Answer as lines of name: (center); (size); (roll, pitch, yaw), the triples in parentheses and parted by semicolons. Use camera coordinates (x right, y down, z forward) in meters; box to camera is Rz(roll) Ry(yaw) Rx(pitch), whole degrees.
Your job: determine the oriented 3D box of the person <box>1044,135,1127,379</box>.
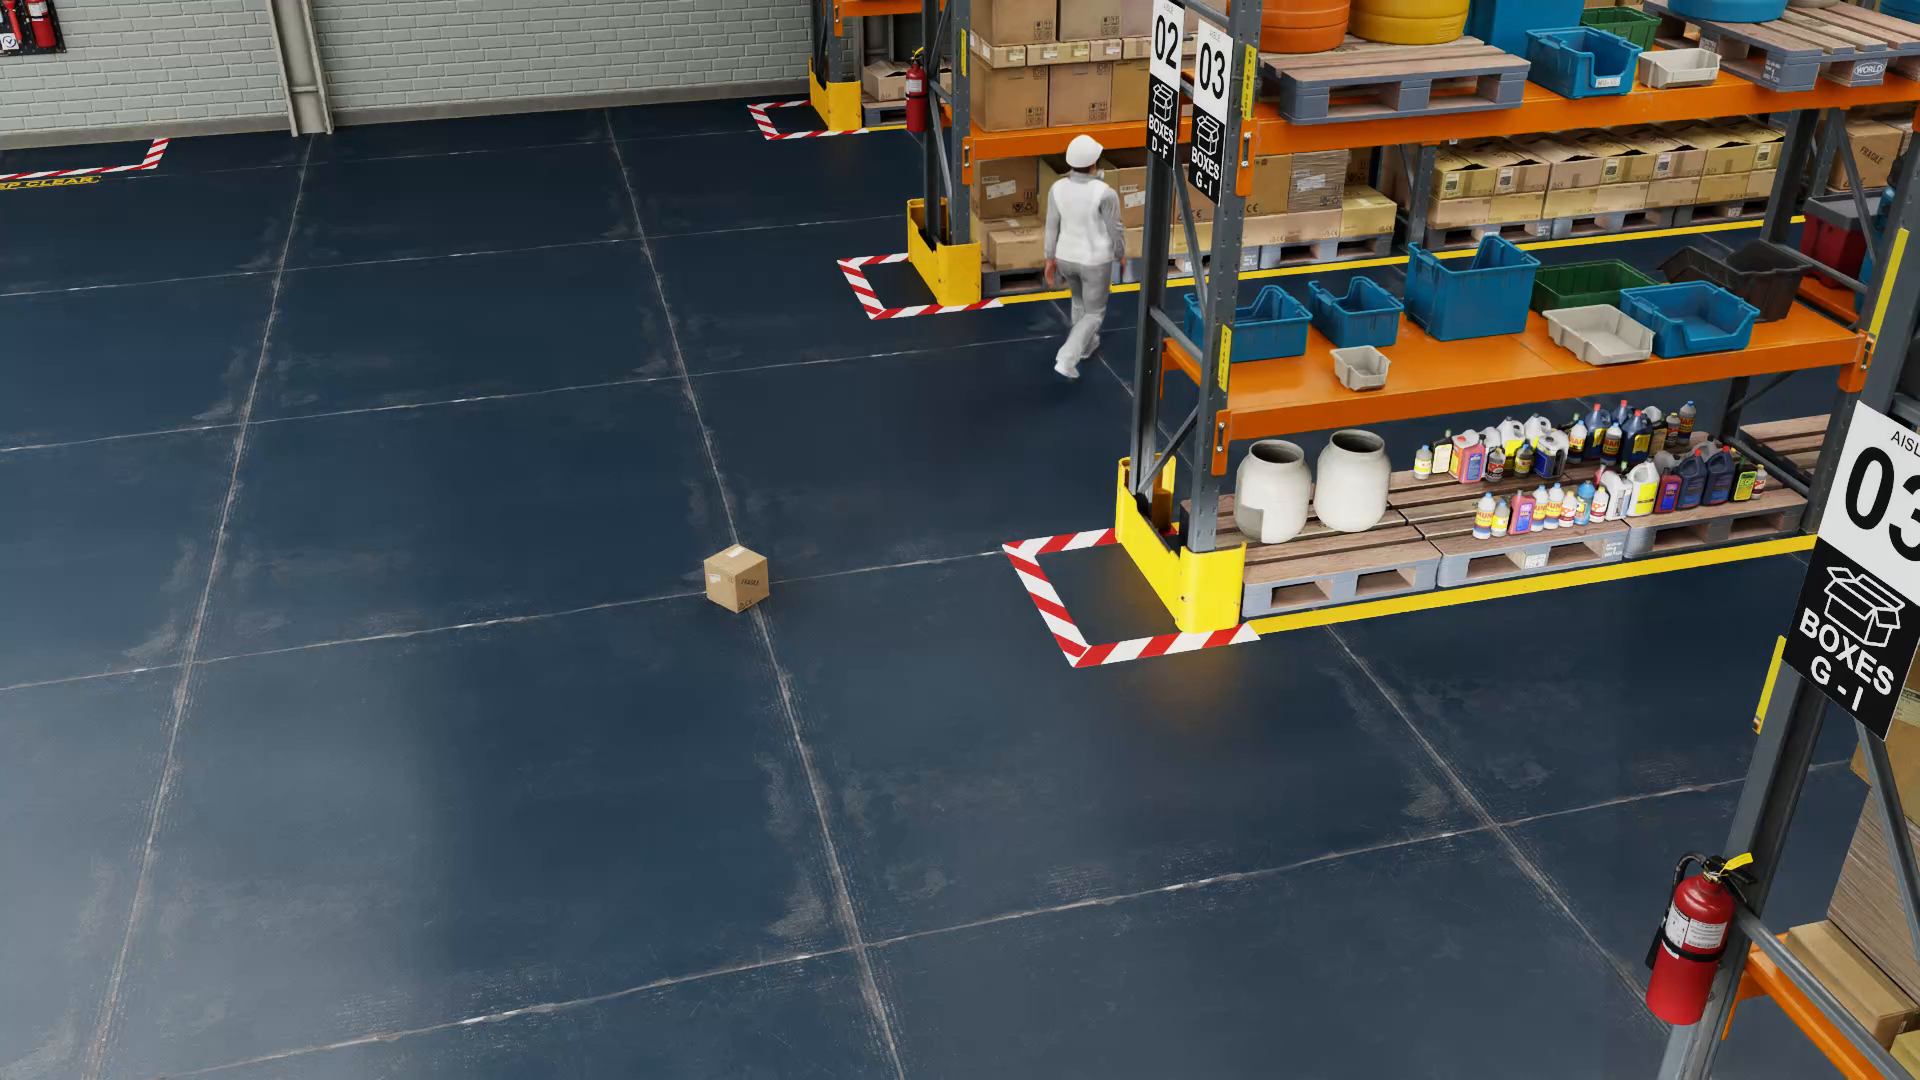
person: (0.877, -1.982, 11.641); (0.544, 1.739, 0.949); (17, 34, 26)
